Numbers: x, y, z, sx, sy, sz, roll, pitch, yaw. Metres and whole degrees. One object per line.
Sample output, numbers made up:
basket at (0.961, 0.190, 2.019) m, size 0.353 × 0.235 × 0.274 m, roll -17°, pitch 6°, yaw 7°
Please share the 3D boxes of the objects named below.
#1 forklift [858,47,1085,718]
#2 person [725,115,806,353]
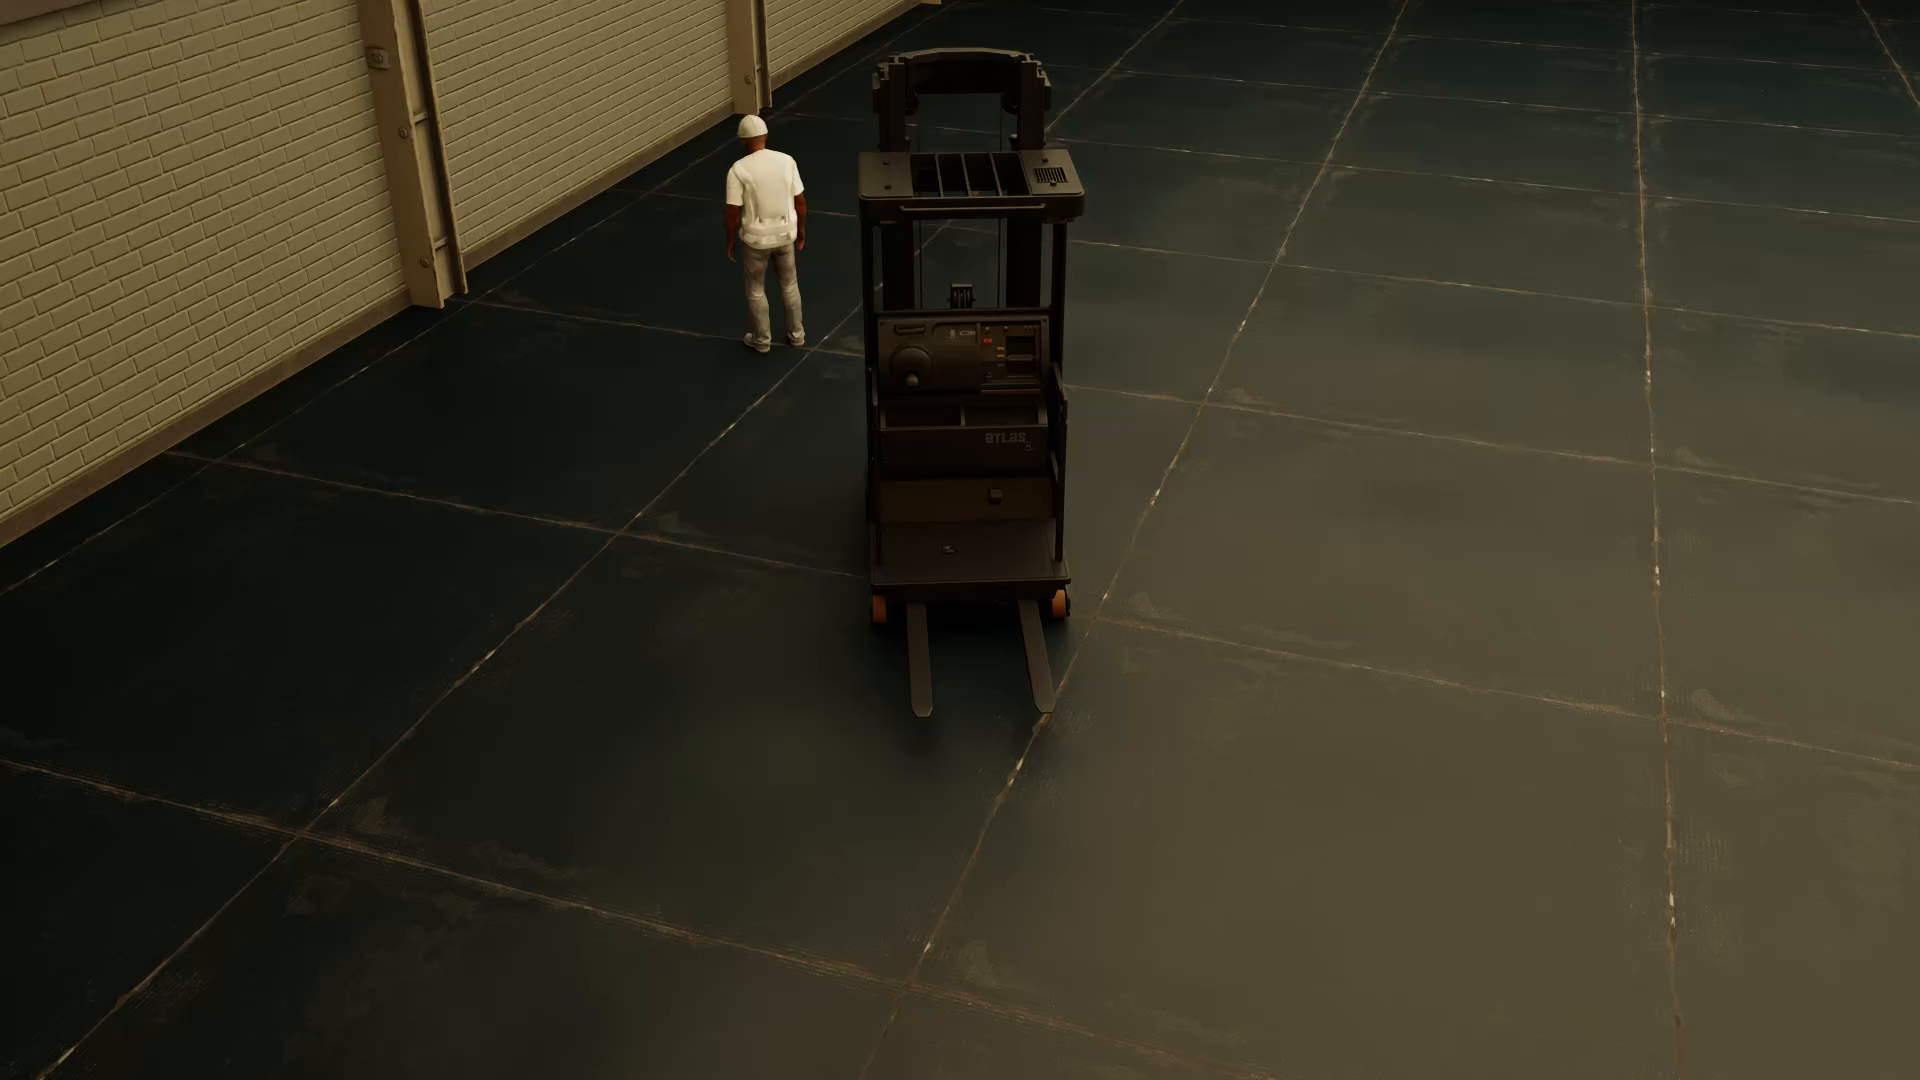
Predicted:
forklift at (0.035, -0.972, 8.842) m, size 1.130 × 2.935 × 3.031 m, roll -2°, pitch 30°, yaw -3°
person at (-1.434, -2.251, 12.272) m, size 0.631 × 1.759 × 0.461 m, roll -14°, pitch 33°, yaw -23°
